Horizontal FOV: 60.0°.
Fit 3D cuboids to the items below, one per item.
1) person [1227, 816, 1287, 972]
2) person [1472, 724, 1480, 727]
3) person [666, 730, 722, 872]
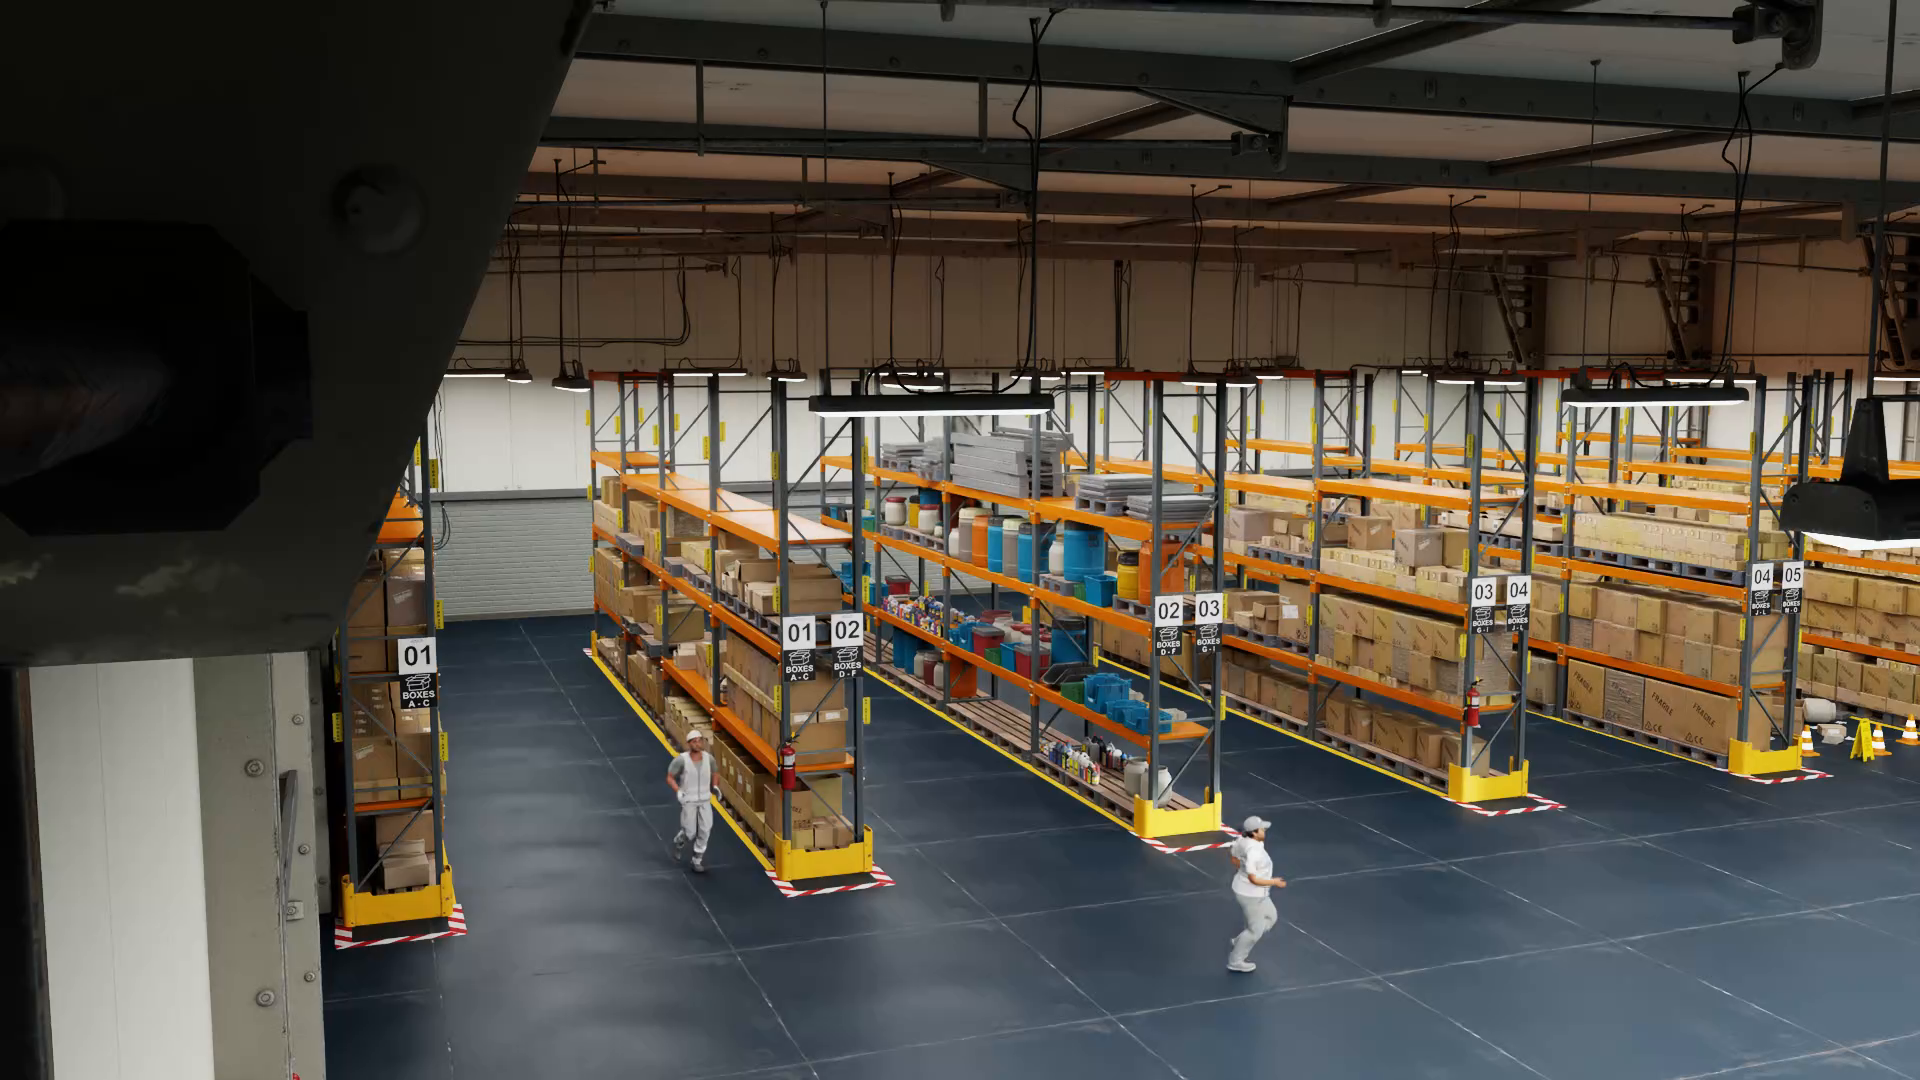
[{"bbox_3d":[3.037,3.618,17.045,0.575,1.623,0.571,0,6,1],"label":"person"},{"bbox_3d":[8.787,2.367,28.313,0.617,1.636,0.560,-4,7,-30],"label":"person"},{"bbox_3d":[-3.254,3.194,20.455,0.662,1.740,0.604,-4,7,-30],"label":"person"}]
